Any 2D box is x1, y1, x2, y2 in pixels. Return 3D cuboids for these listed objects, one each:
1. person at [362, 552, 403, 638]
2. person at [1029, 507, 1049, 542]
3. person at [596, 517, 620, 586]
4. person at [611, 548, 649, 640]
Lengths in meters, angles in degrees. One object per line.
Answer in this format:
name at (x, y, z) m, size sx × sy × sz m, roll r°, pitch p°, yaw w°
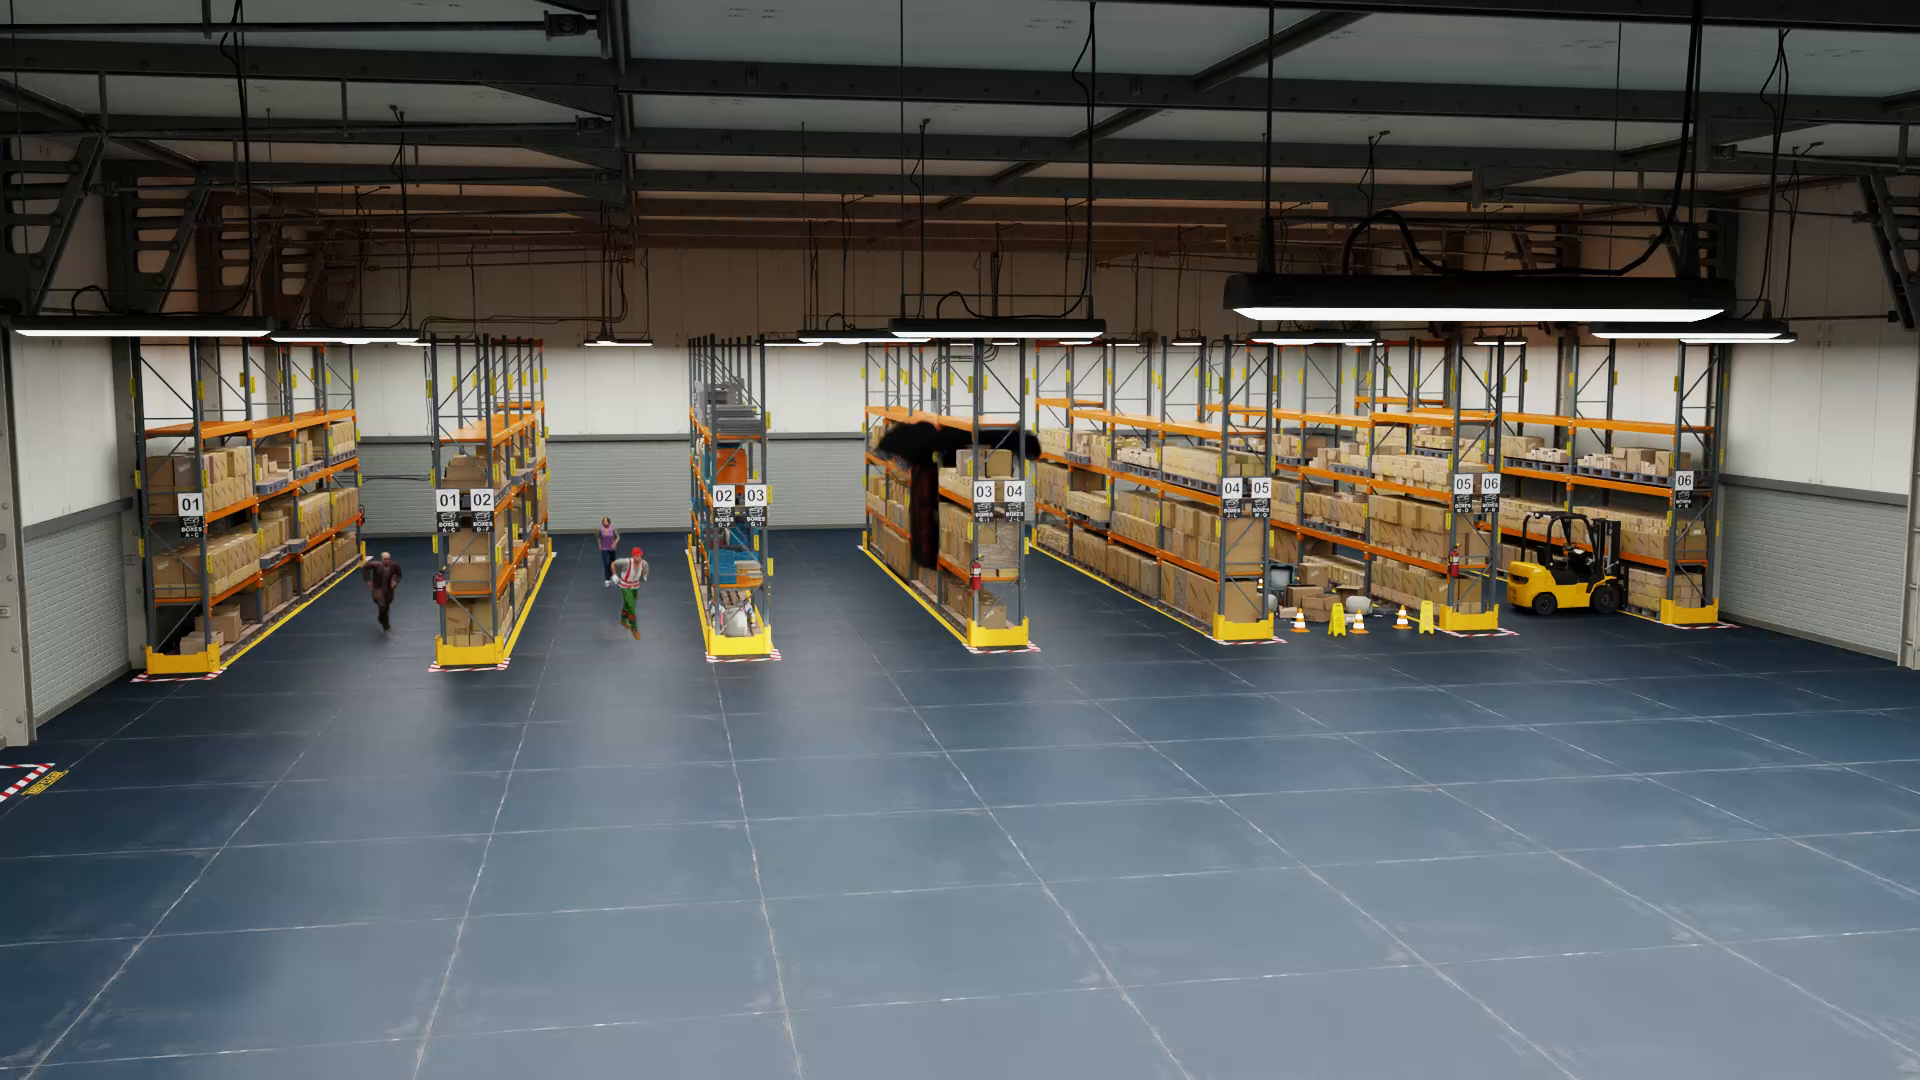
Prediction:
person at (-11.639, 1.073, 33.513) m, size 0.759 × 1.746 × 1.055 m, roll -3°, pitch 7°, yaw -27°
person at (2.468, -0.760, 49.615) m, size 0.832 × 1.685 × 0.630 m, roll -3°, pitch 7°, yaw -26°
person at (-8.177, 0.240, 38.677) m, size 0.541 × 1.599 × 0.680 m, roll -1°, pitch 7°, yaw -7°
person at (-6.379, 1.003, 32.091) m, size 0.714 × 1.781 × 1.001 m, roll -4°, pitch 8°, yaw -34°
